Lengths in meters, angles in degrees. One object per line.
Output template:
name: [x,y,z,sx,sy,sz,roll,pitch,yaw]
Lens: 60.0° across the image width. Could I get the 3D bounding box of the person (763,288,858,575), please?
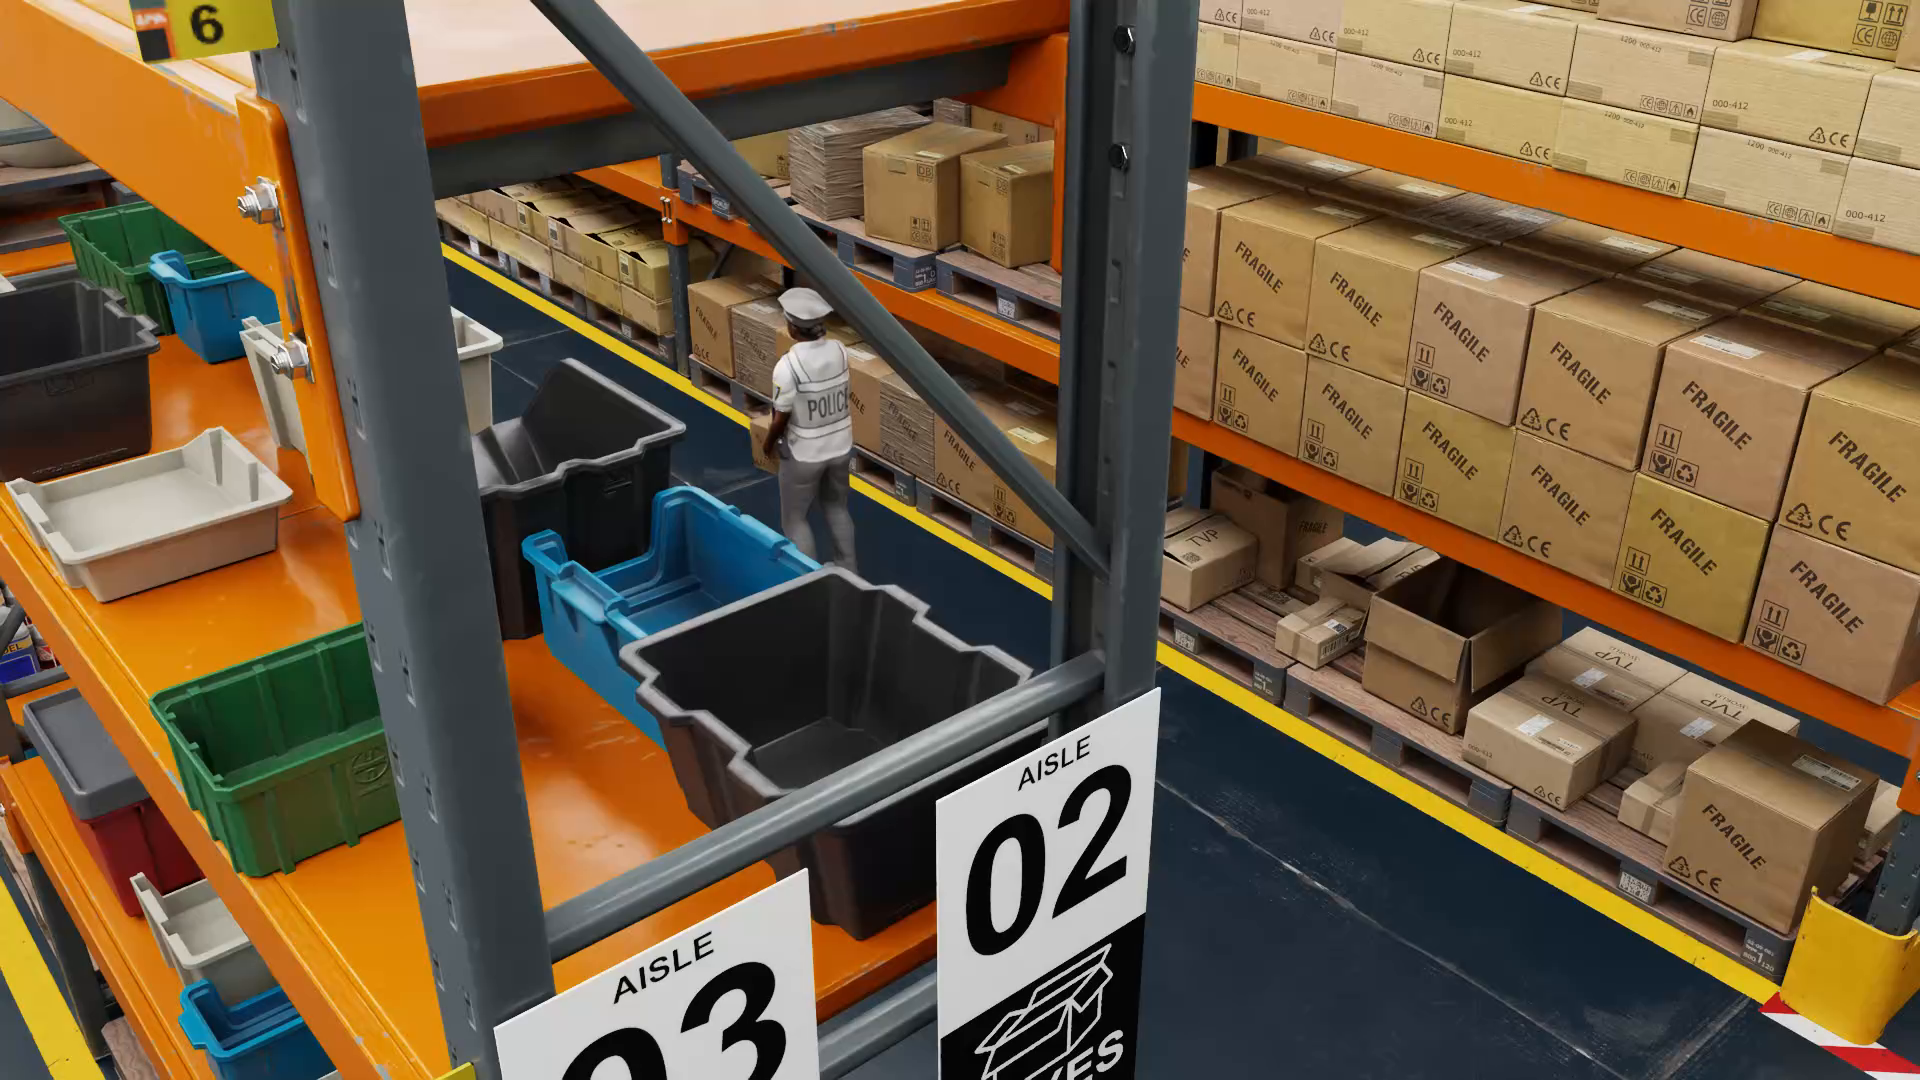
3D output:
person: [-0.766,-0.467,8.463,0.479,1.684,0.429,-23,36,-35]
